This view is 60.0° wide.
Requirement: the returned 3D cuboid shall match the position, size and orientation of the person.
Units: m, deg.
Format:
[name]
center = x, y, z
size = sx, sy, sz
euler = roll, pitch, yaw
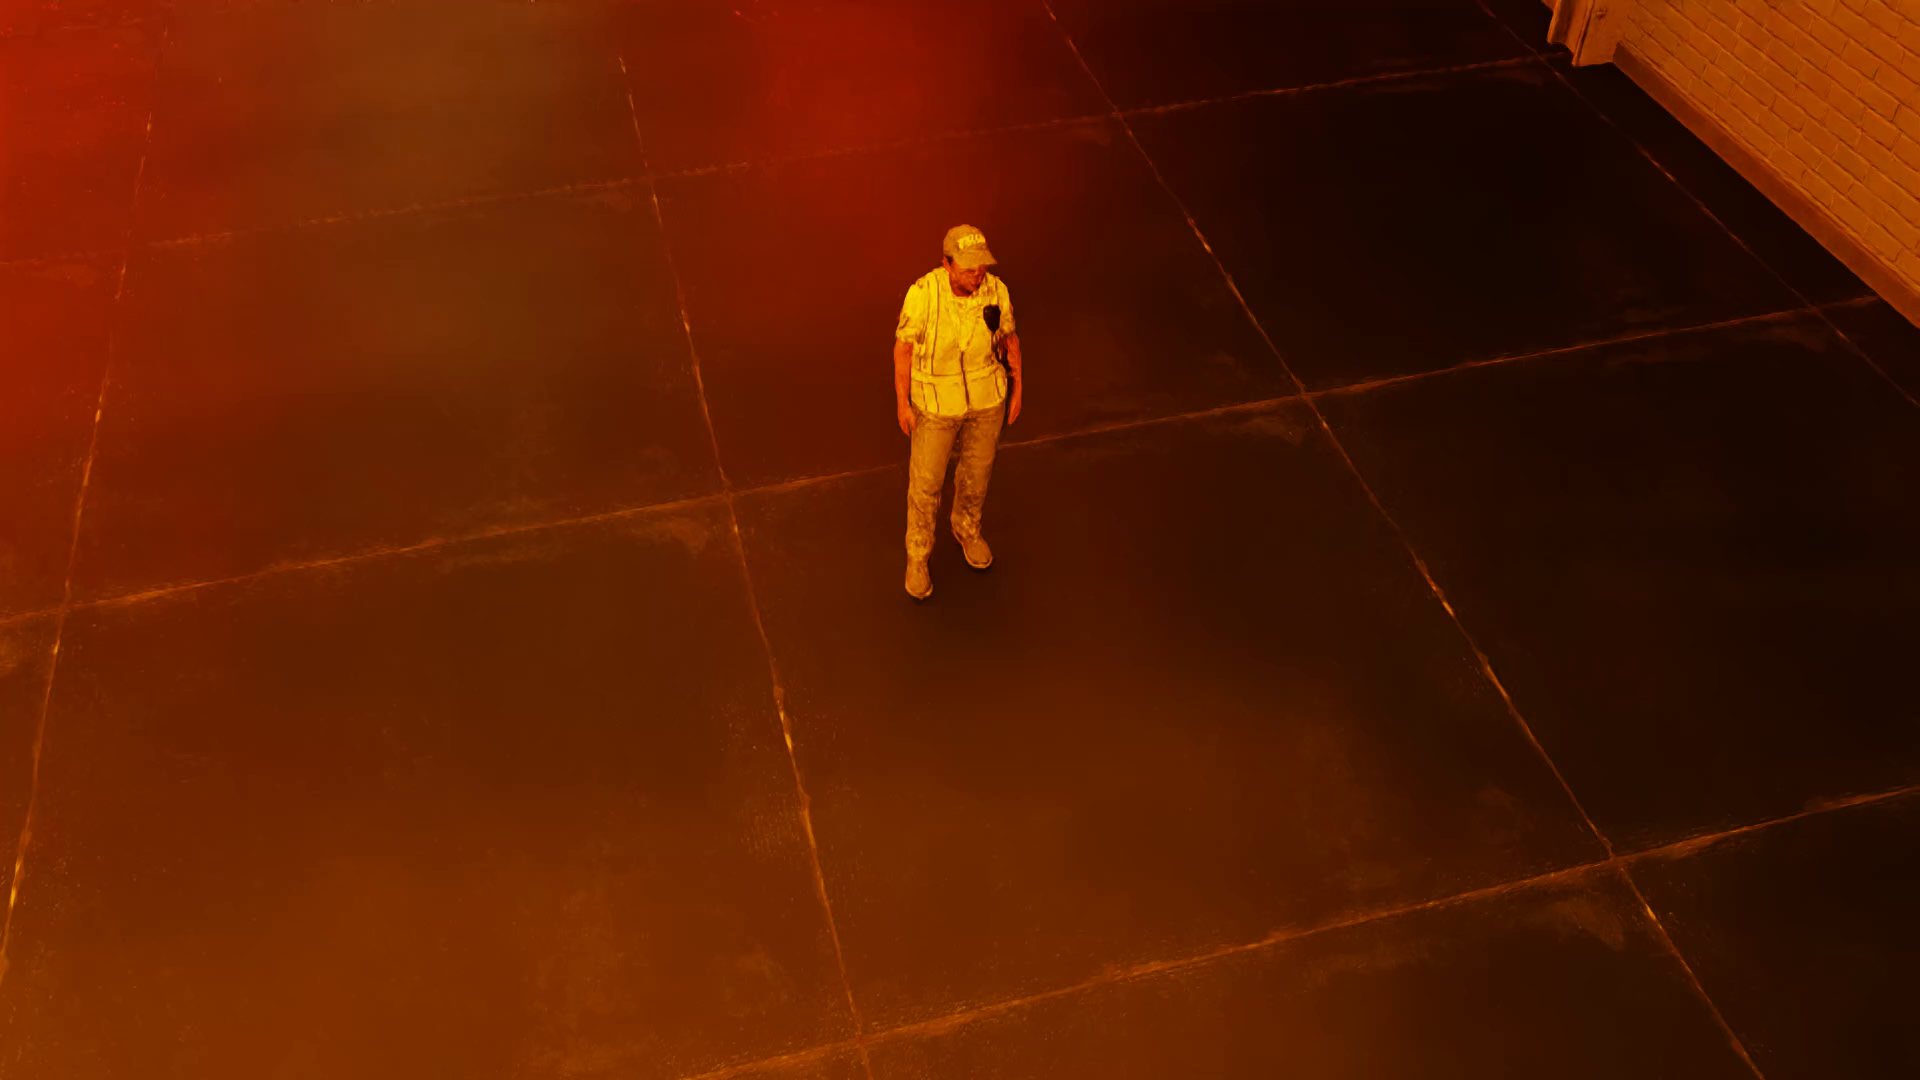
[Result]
[person]
center = -0.002, -0.556, 7.144
size = 0.598, 1.669, 0.529
euler = -10, 44, -11
